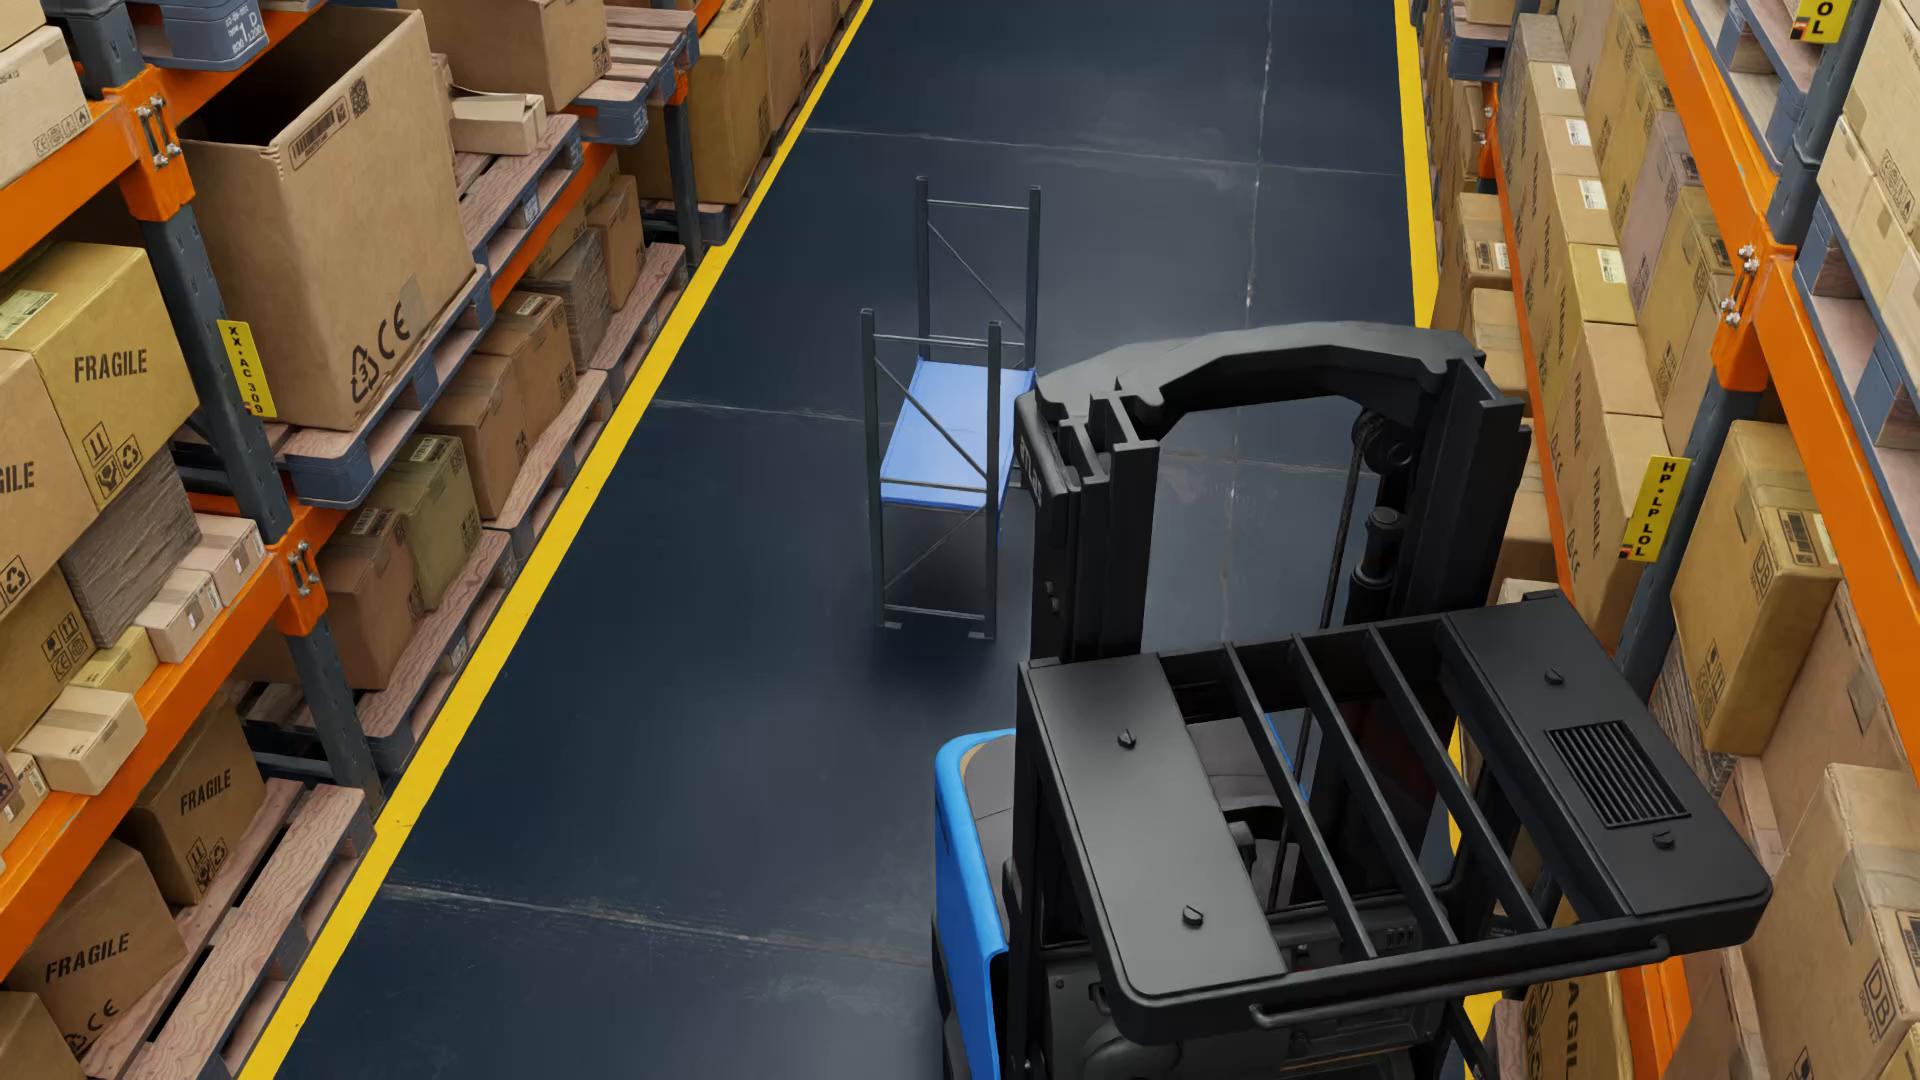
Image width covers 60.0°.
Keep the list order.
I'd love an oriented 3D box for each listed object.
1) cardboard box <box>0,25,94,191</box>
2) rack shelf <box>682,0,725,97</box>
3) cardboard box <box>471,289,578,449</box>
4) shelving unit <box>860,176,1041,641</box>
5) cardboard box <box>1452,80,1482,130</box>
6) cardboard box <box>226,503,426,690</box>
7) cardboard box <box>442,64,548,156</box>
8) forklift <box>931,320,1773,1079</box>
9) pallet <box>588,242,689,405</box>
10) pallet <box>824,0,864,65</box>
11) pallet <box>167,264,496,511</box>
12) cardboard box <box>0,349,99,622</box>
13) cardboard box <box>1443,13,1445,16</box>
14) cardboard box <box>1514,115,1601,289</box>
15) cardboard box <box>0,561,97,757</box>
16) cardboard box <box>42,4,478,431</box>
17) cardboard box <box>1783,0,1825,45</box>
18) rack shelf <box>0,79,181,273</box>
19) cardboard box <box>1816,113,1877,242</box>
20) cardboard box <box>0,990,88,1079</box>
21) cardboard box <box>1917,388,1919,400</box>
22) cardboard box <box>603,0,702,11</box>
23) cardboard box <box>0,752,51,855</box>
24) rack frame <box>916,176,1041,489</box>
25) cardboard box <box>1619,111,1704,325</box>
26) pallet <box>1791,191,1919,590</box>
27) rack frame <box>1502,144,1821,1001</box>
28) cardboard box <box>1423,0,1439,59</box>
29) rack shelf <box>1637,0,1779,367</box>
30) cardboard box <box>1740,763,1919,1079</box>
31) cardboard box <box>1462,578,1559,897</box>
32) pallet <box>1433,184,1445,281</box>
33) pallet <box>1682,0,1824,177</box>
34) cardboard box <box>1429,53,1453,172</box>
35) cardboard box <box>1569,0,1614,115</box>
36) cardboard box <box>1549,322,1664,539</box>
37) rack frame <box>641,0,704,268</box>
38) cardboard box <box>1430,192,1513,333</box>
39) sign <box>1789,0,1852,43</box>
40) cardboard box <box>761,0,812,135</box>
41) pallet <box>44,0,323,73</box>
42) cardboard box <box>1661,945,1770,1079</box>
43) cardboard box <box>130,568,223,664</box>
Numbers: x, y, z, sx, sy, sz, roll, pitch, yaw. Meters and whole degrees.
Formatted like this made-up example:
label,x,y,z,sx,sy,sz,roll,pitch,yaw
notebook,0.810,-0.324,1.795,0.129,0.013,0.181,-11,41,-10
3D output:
label,x,y,z,sx,sy,sz,roll,pitch,yaw
cardboard box,-2.423,-0.999,3.868,0.500,0.250,0.500,8,40,9
rack shelf,-1.563,-3.704,9.940,1.077,0.370,4.000,6,40,8
cardboard box,-2.180,-0.803,7.484,0.700,0.500,0.500,10,41,11
shelving unit,-0.015,-0.524,6.707,0.538,1.500,1.048,6,40,8
cardboard box,2.895,-2.379,8.817,0.500,0.250,0.500,7,40,8
cardboard box,-2.474,0.195,6.276,0.700,0.500,0.500,4,40,4
cardboard box,-1.932,-1.759,6.800,0.396,0.266,0.258,5,40,6
forklift,0.697,1.141,3.570,1.130,2.935,3.031,-7,40,-9
pallet,-2.046,-1.161,8.488,1.003,0.211,1.213,6,40,8
pallet,-1.276,-3.669,11.522,1.003,0.211,1.213,6,40,8
pallet,-2.326,-0.605,5.778,1.003,0.211,1.213,6,40,8
cardboard box,-2.493,-0.127,3.953,0.500,0.500,0.500,6,40,8
cardboard box,3.173,-3.344,9.984,0.500,0.250,0.500,7,40,9
cardboard box,2.442,-1.266,6.349,0.500,0.500,0.500,6,40,8
cardboard box,-2.861,0.217,4.322,0.875,0.500,0.500,6,40,8
cardboard box,-2.326,-1.092,5.416,1.000,1.000,1.000,7,40,8
cardboard box,2.231,-1.365,3.902,0.500,0.250,0.500,7,40,8
rack shelf,-2.947,0.161,2.912,1.077,0.370,4.000,6,40,8
cardboard box,1.869,-0.674,3.146,0.380,0.149,0.250,6,40,7
cardboard box,-2.832,1.591,4.603,0.500,0.500,0.500,3,40,4
cardboard box,1.737,-0.197,2.570,0.380,0.149,0.250,6,40,7
cardboard box,-1.557,-3.039,8.494,0.500,0.500,0.500,8,40,9
cardboard box,-2.611,0.666,4.287,0.380,0.149,0.250,6,40,8
rack frame,0.073,-0.844,7.093,0.500,1.500,0.032,6,40,8
cardboard box,2.521,-0.981,5.220,0.700,0.500,0.500,7,40,8
pallet,2.115,-0.215,2.871,1.003,0.211,1.213,6,40,8
rack frame,2.266,0.395,4.418,1.000,3.000,0.127,6,40,8
cardboard box,3.262,-3.390,10.628,0.500,0.500,0.500,8,40,9
rack shelf,2.612,-1.739,5.210,1.077,0.370,4.000,6,40,8
cardboard box,1.959,0.830,2.926,0.875,0.550,0.550,6,40,8
cardboard box,2.285,0.701,5.484,1.050,0.750,0.750,6,40,7
pallet,3.095,-1.531,8.936,1.003,0.211,1.213,6,40,8
pallet,2.376,-1.268,4.226,0.805,0.209,1.217,5,40,6
cardboard box,2.984,-2.415,9.449,0.500,0.500,0.500,5,40,6
cardboard box,2.785,-1.941,6.381,0.700,0.500,0.500,6,40,7
cardboard box,2.181,-0.318,5.202,0.500,0.500,0.500,6,40,7
rack frame,-1.909,-2.726,8.193,1.000,3.000,0.127,6,40,8
cardboard box,2.765,-1.038,7.587,1.050,0.750,0.750,6,40,7
sign,1.730,-1.135,3.262,0.100,0.325,0.005,6,40,8
cardboard box,-1.607,-3.058,9.933,1.225,0.875,0.875,7,40,8
pallet,-2.390,-1.675,4.715,1.213,0.211,1.003,6,40,8
cardboard box,1.932,1.244,3.274,0.875,0.550,0.550,6,40,8
cardboard box,-2.402,0.205,4.846,0.380,0.149,0.250,6,40,8
